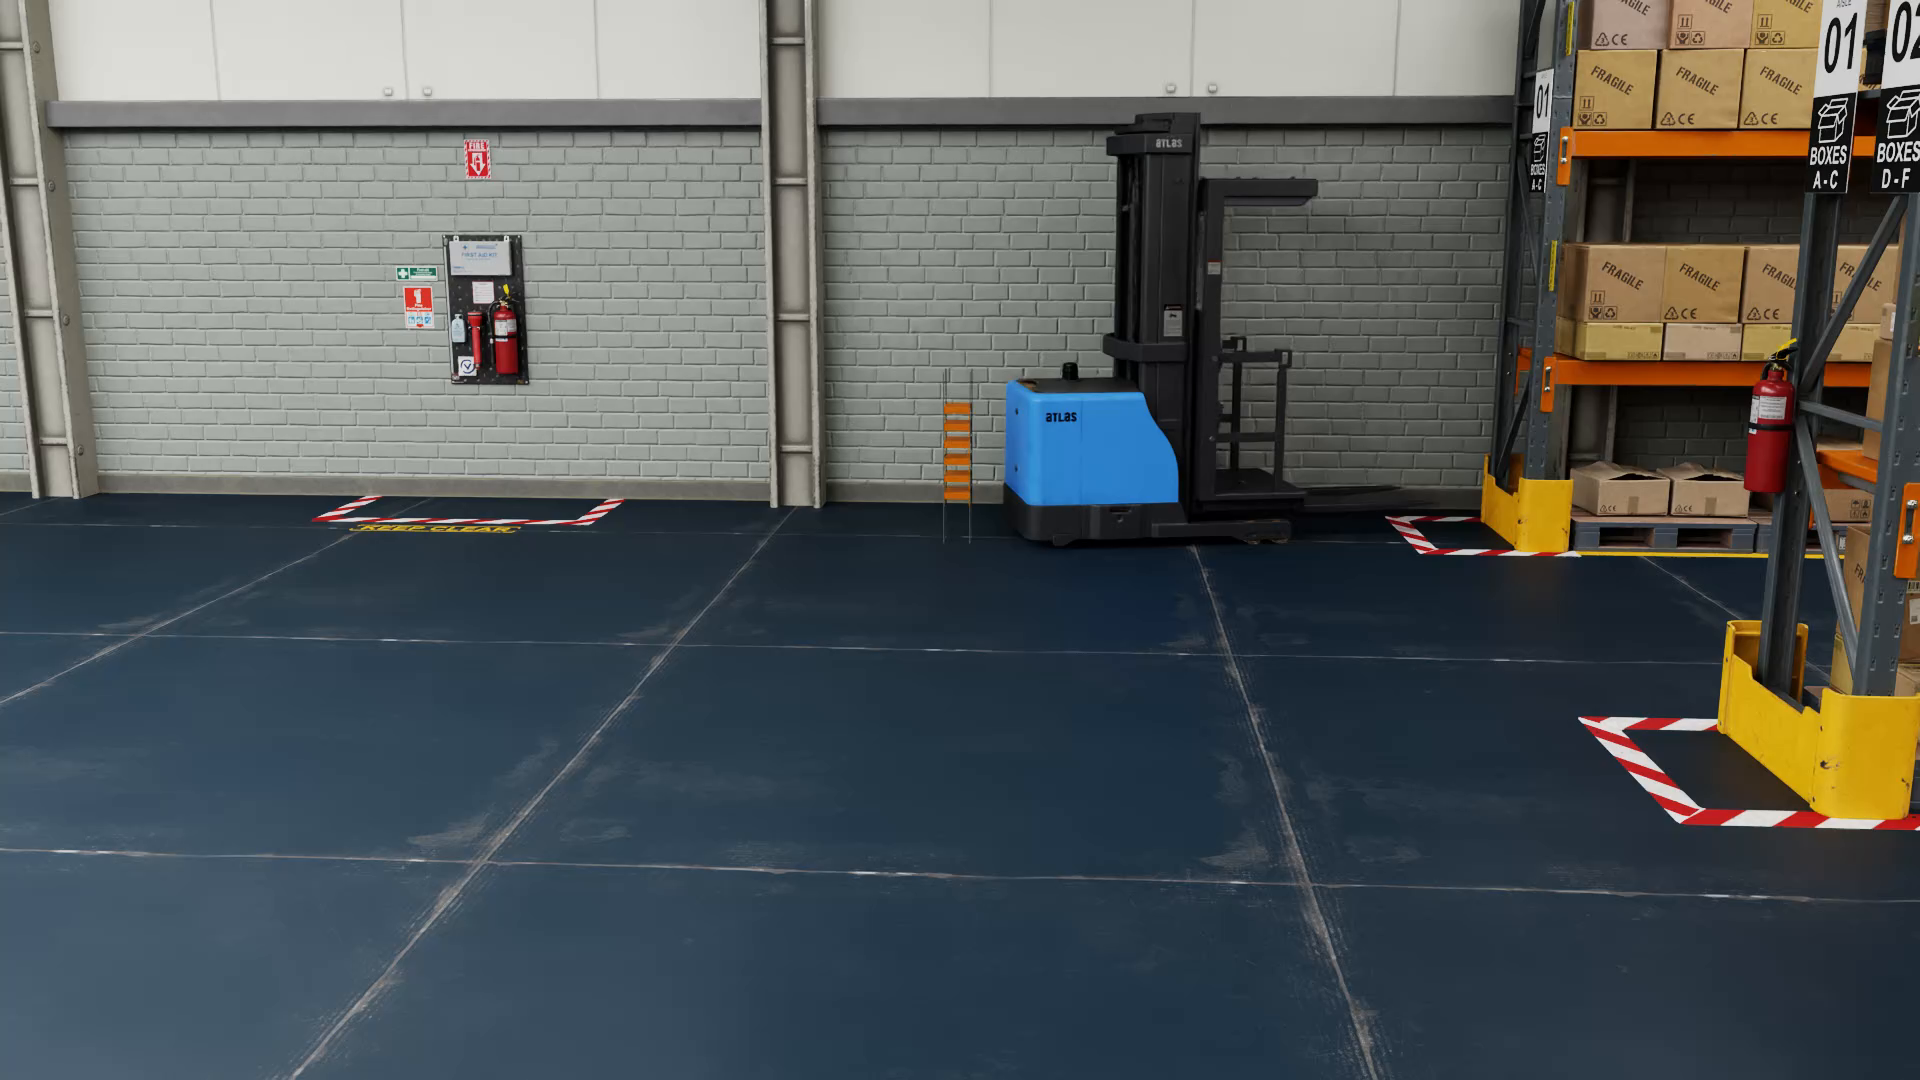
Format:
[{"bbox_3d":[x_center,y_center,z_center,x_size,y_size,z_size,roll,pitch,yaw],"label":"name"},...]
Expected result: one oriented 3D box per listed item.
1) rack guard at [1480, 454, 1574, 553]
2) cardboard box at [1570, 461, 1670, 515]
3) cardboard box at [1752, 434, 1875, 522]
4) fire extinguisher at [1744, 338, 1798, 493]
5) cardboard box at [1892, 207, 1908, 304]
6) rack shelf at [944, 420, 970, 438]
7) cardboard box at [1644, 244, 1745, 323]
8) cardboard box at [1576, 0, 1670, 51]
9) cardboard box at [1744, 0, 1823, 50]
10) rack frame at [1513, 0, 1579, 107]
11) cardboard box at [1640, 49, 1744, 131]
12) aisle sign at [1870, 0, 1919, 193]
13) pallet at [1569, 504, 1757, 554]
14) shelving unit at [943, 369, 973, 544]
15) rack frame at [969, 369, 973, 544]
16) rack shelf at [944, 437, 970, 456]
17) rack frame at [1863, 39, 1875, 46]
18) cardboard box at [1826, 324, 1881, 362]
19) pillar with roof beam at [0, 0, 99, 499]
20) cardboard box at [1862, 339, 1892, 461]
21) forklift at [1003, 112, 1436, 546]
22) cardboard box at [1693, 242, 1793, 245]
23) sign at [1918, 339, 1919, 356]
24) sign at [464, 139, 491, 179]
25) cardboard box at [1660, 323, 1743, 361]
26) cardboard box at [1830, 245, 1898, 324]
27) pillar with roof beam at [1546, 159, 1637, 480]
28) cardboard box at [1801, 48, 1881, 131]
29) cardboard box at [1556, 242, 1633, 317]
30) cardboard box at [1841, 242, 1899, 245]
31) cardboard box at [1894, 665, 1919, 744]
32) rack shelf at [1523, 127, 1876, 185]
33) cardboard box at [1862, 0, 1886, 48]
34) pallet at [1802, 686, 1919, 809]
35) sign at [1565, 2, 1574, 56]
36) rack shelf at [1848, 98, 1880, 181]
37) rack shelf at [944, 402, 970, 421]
[{"bbox_3d":[4.034,-0.278,11.877,0.348,0.500,1.175,1,12,4],"label":"rack guard"},{"bbox_3d":[4.643,-0.374,11.723,0.500,0.311,0.500,-1,12,-3],"label":"cardboard box"},{"bbox_3d":[5.940,-0.439,11.570,0.500,0.500,0.700,0,12,0],"label":"cardboard box"},{"bbox_3d":[3.544,-0.549,7.258,0.183,0.674,0.296,1,12,4],"label":"fire extinguisher"},{"bbox_3d":[4.149,-1.165,6.599,0.500,0.500,0.700,1,12,4],"label":"cardboard box"},{"bbox_3d":[-0.014,-0.779,11.606,0.180,0.103,0.258,1,12,4],"label":"rack shelf"},{"bbox_3d":[4.907,-1.730,11.196,0.500,0.500,0.500,1,12,4],"label":"cardboard box"},{"bbox_3d":[4.326,-3.464,10.942,0.500,0.500,0.500,0,12,0],"label":"cardboard box"},{"bbox_3d":[5.336,-3.442,10.837,0.500,0.500,0.500,1,12,5],"label":"cardboard box"},{"bbox_3d":[3.958,-4.439,11.012,0.127,3.000,1.000,1,12,4],"label":"rack frame"},{"bbox_3d":[4.809,-2.959,10.971,0.500,0.500,0.500,2,12,8],"label":"cardboard box"},{"bbox_3d":[3.545,-1.702,6.227,0.004,0.787,0.394,1,12,4],"label":"aisle sign"},{"bbox_3d":[4.842,-0.119,11.819,1.213,0.211,1.003,1,12,4],"label":"pallet"},{"bbox_3d":[-0.014,-0.587,11.646,0.189,1.200,0.258,1,12,4],"label":"shelving unit"},{"bbox_3d":[0.077,-0.586,11.640,0.006,1.200,0.240,1,12,4],"label":"rack frame"},{"bbox_3d":[-0.014,-0.661,11.631,0.180,0.103,0.258,1,12,4],"label":"rack shelf"},{"bbox_3d":[3.631,-3.427,6.174,0.127,3.000,1.000,1,12,4],"label":"rack frame"},{"bbox_3d":[5.955,-1.348,11.203,0.500,0.250,0.500,1,12,4],"label":"cardboard box"},{"bbox_3d":[-7.546,-3.891,8.392,0.400,9.000,9.100,1,12,4],"label":"pillar with roof beam"},{"bbox_3d":[4.096,-0.531,6.735,0.500,0.500,0.700,1,12,4],"label":"cardboard box"},{"bbox_3d":[1.881,-1.508,11.818,3.031,2.935,1.130,-2,12,-8],"label":"forklift"},{"bbox_3d":[5.461,-1.828,11.668,0.500,0.500,0.500,0,12,2],"label":"cardboard box"},{"bbox_3d":[3.588,-0.840,6.150,0.005,0.325,0.100,1,12,4],"label":"sign"},{"bbox_3d":[-3.737,-2.949,12.877,0.199,0.298,0.001,1,12,4],"label":"sign"},{"bbox_3d":[4.943,-1.363,11.278,0.500,0.250,0.500,0,12,2],"label":"cardboard box"},{"bbox_3d":[5.938,-1.717,11.134,0.500,0.500,0.500,1,12,6],"label":"cardboard box"},{"bbox_3d":[4.427,-3.727,7.607,0.400,9.000,9.100,1,12,4],"label":"pillar with roof beam"},{"bbox_3d":[5.863,-2.950,10.927,0.500,0.500,0.500,2,12,7],"label":"cardboard box"},{"bbox_3d":[4.443,-1.843,11.740,0.500,0.500,0.500,1,12,3],"label":"cardboard box"},{"bbox_3d":[6.482,-1.816,11.611,0.500,0.500,0.500,1,12,5],"label":"cardboard box"},{"bbox_3d":[4.151,0.702,6.774,0.500,0.250,0.500,1,12,4],"label":"cardboard box"},{"bbox_3d":[5.954,-2.592,11.262,4.000,0.370,1.077,1,12,4],"label":"rack shelf"},{"bbox_3d":[5.943,-3.542,11.313,0.500,0.500,0.500,1,12,4],"label":"cardboard box"},{"bbox_3d":[4.397,0.876,7.065,1.213,0.211,1.003,1,12,4],"label":"pallet"},{"bbox_3d":[3.922,-3.288,10.700,0.005,0.325,0.100,1,12,4],"label":"sign"},{"bbox_3d":[5.627,-1.580,6.424,4.000,0.370,1.077,1,12,4],"label":"rack shelf"},{"bbox_3d":[-0.014,-0.896,11.582,0.180,0.103,0.258,1,12,4],"label":"rack shelf"}]
